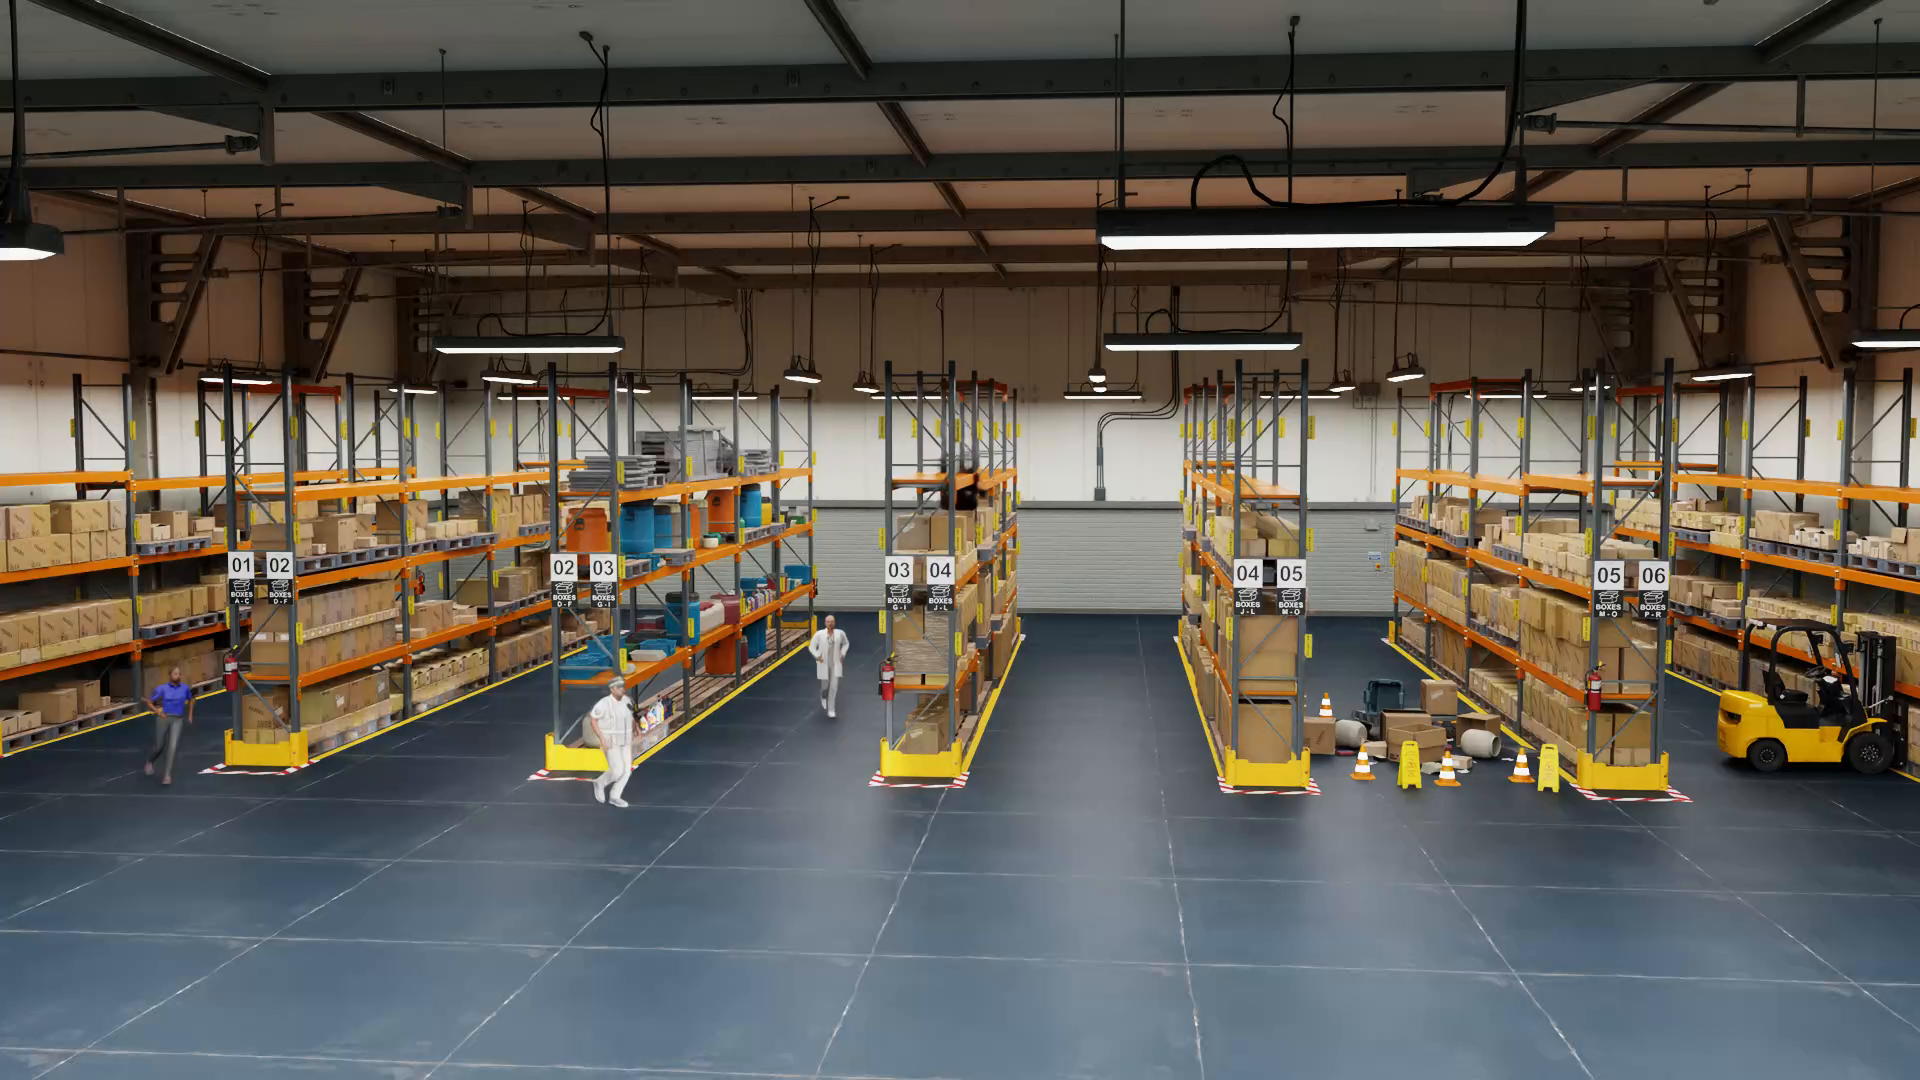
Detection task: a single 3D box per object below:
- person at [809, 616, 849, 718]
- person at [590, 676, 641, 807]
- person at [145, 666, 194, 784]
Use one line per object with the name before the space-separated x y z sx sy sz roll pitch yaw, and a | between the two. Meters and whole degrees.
person | -2.281 2.201 29.152 0.720 1.738 0.921 -1 4 -11
person | -4.576 2.678 22.183 0.597 1.746 0.678 3 5 36
person | -11.287 2.625 23.818 0.653 1.603 0.900 -3 5 -35
